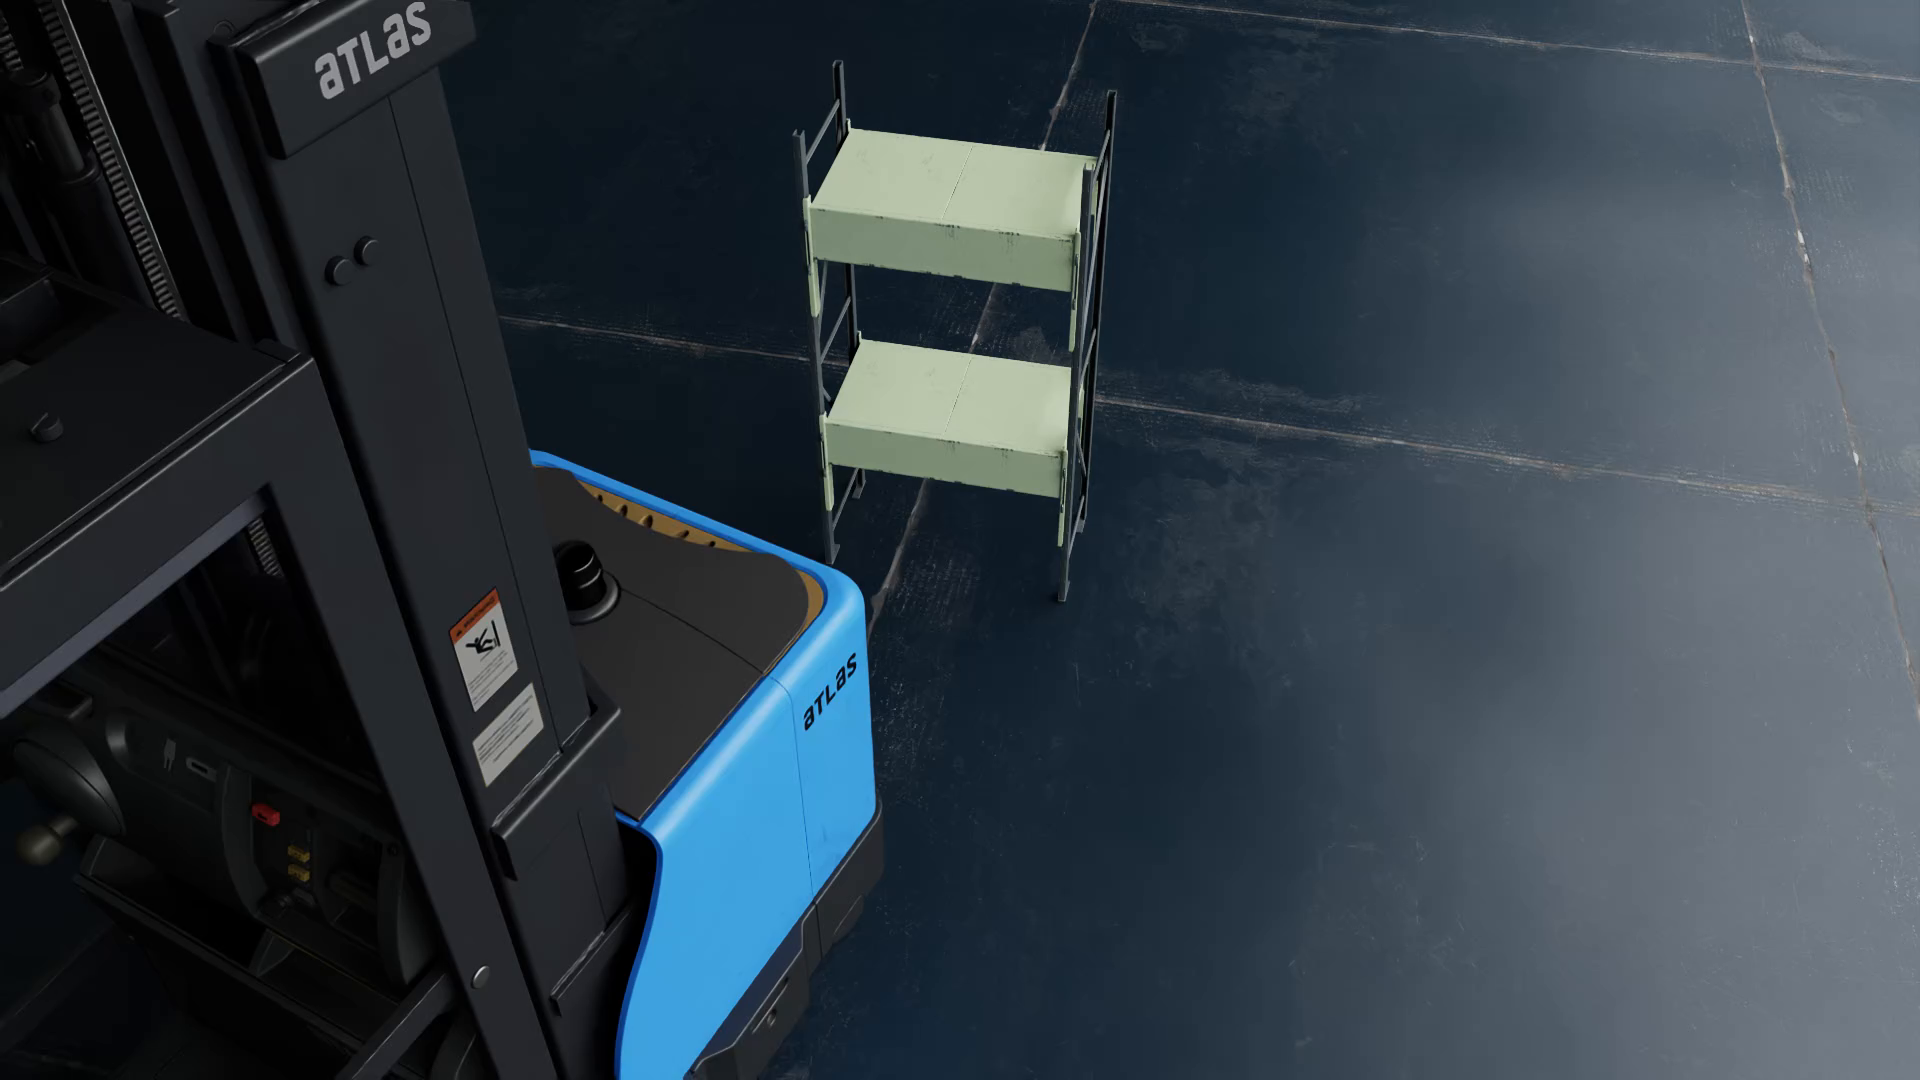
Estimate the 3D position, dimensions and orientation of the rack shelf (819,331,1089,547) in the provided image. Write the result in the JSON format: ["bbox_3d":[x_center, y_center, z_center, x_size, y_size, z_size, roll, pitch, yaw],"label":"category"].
[{"bbox_3d":[-0.007,-0.306,4.957,0.720,0.370,0.431,9,45,9],"label":"rack shelf"}]

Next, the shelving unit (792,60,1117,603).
[{"bbox_3d":[-0.007,-0.541,4.731,0.755,1.500,0.431,9,45,9],"label":"shelving unit"}]

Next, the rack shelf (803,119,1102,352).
[{"bbox_3d":[-0.007,-0.823,4.460,0.720,0.370,0.431,9,45,9],"label":"rack shelf"}]

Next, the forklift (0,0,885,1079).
[{"bbox_3d":[-1.350,0.536,2.579,1.130,2.935,3.031,21,48,21],"label":"forklift"}]

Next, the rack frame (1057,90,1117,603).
[{"bbox_3d":[0.351,-0.486,4.673,0.023,1.500,0.400,9,45,9],"label":"rack frame"}]

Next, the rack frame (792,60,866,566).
[{"bbox_3d":[-0.364,-0.597,4.789,0.023,1.500,0.400,9,45,9],"label":"rack frame"}]
